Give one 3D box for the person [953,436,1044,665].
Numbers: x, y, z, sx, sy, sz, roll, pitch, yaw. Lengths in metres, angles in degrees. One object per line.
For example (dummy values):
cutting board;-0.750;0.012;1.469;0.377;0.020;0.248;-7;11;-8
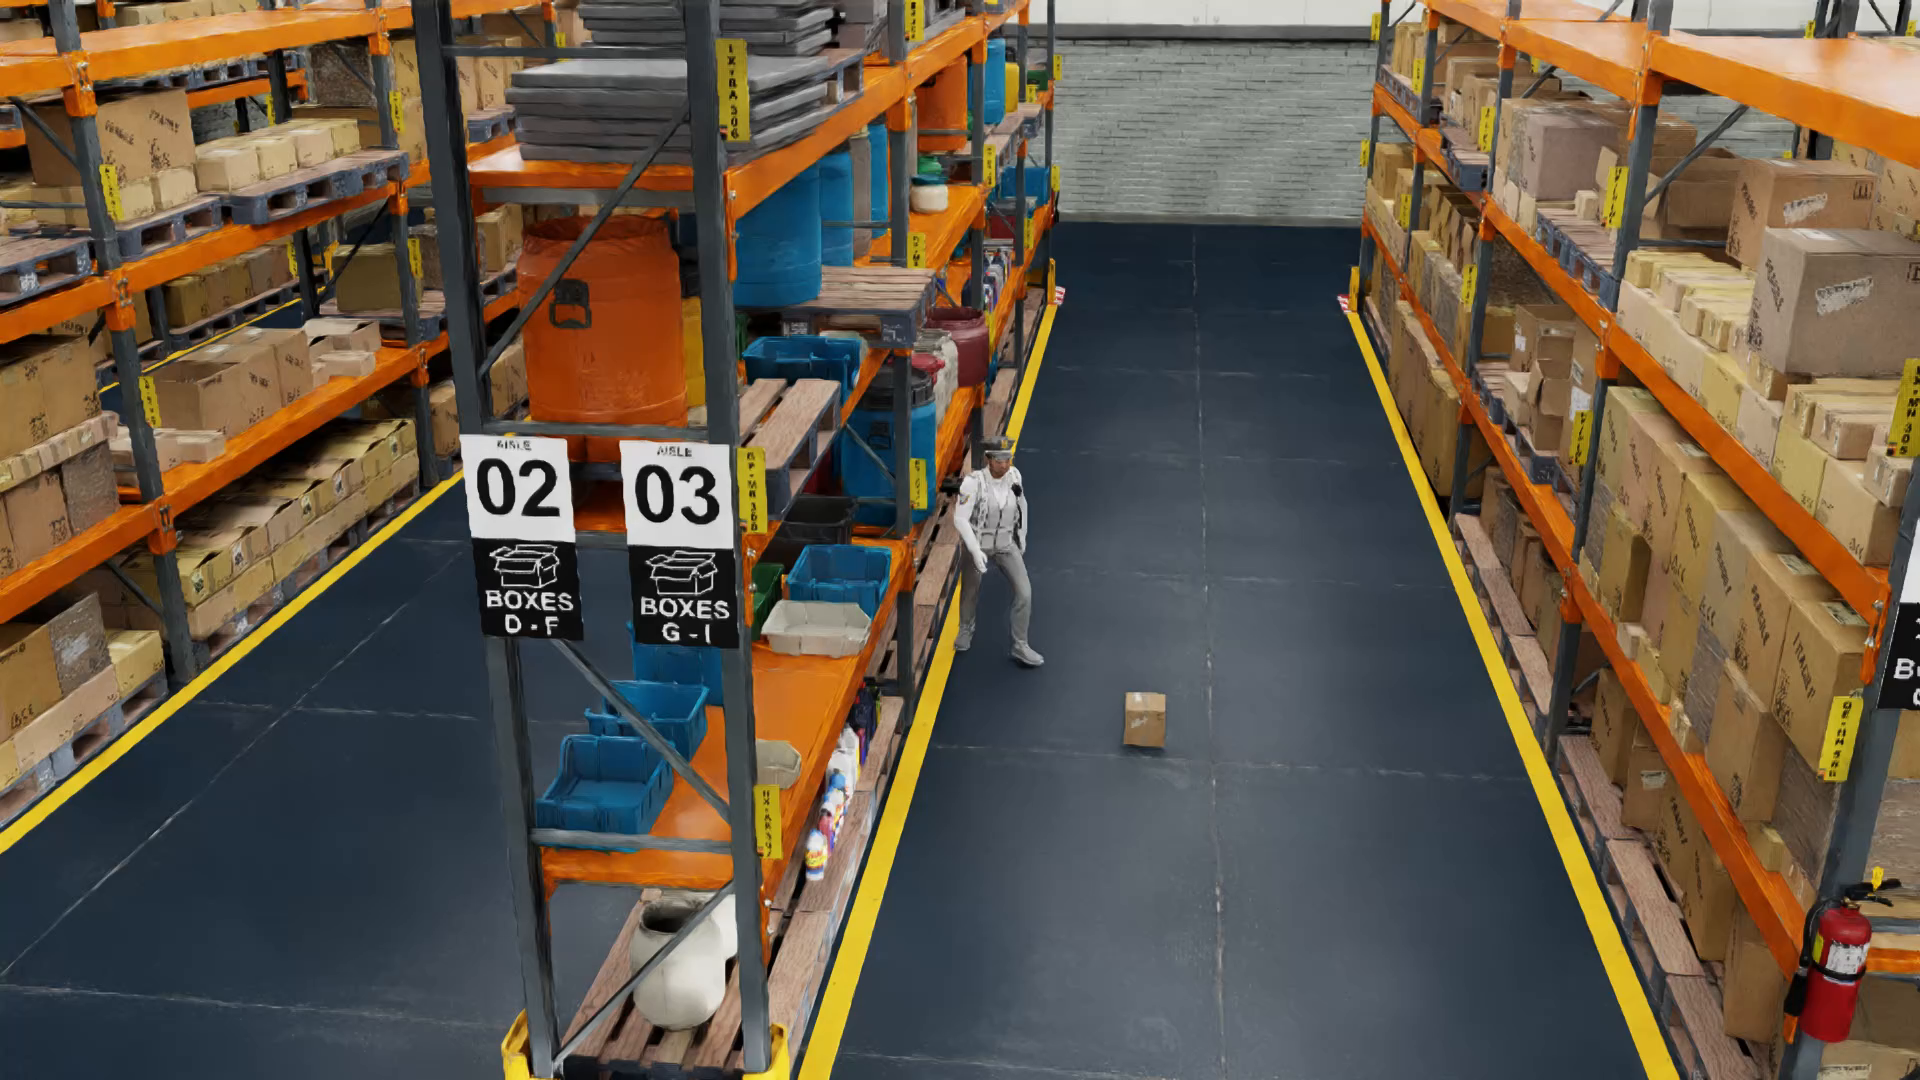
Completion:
person;0.216;0.038;11.384;0.590;1.632;0.699;-7;22;-17
